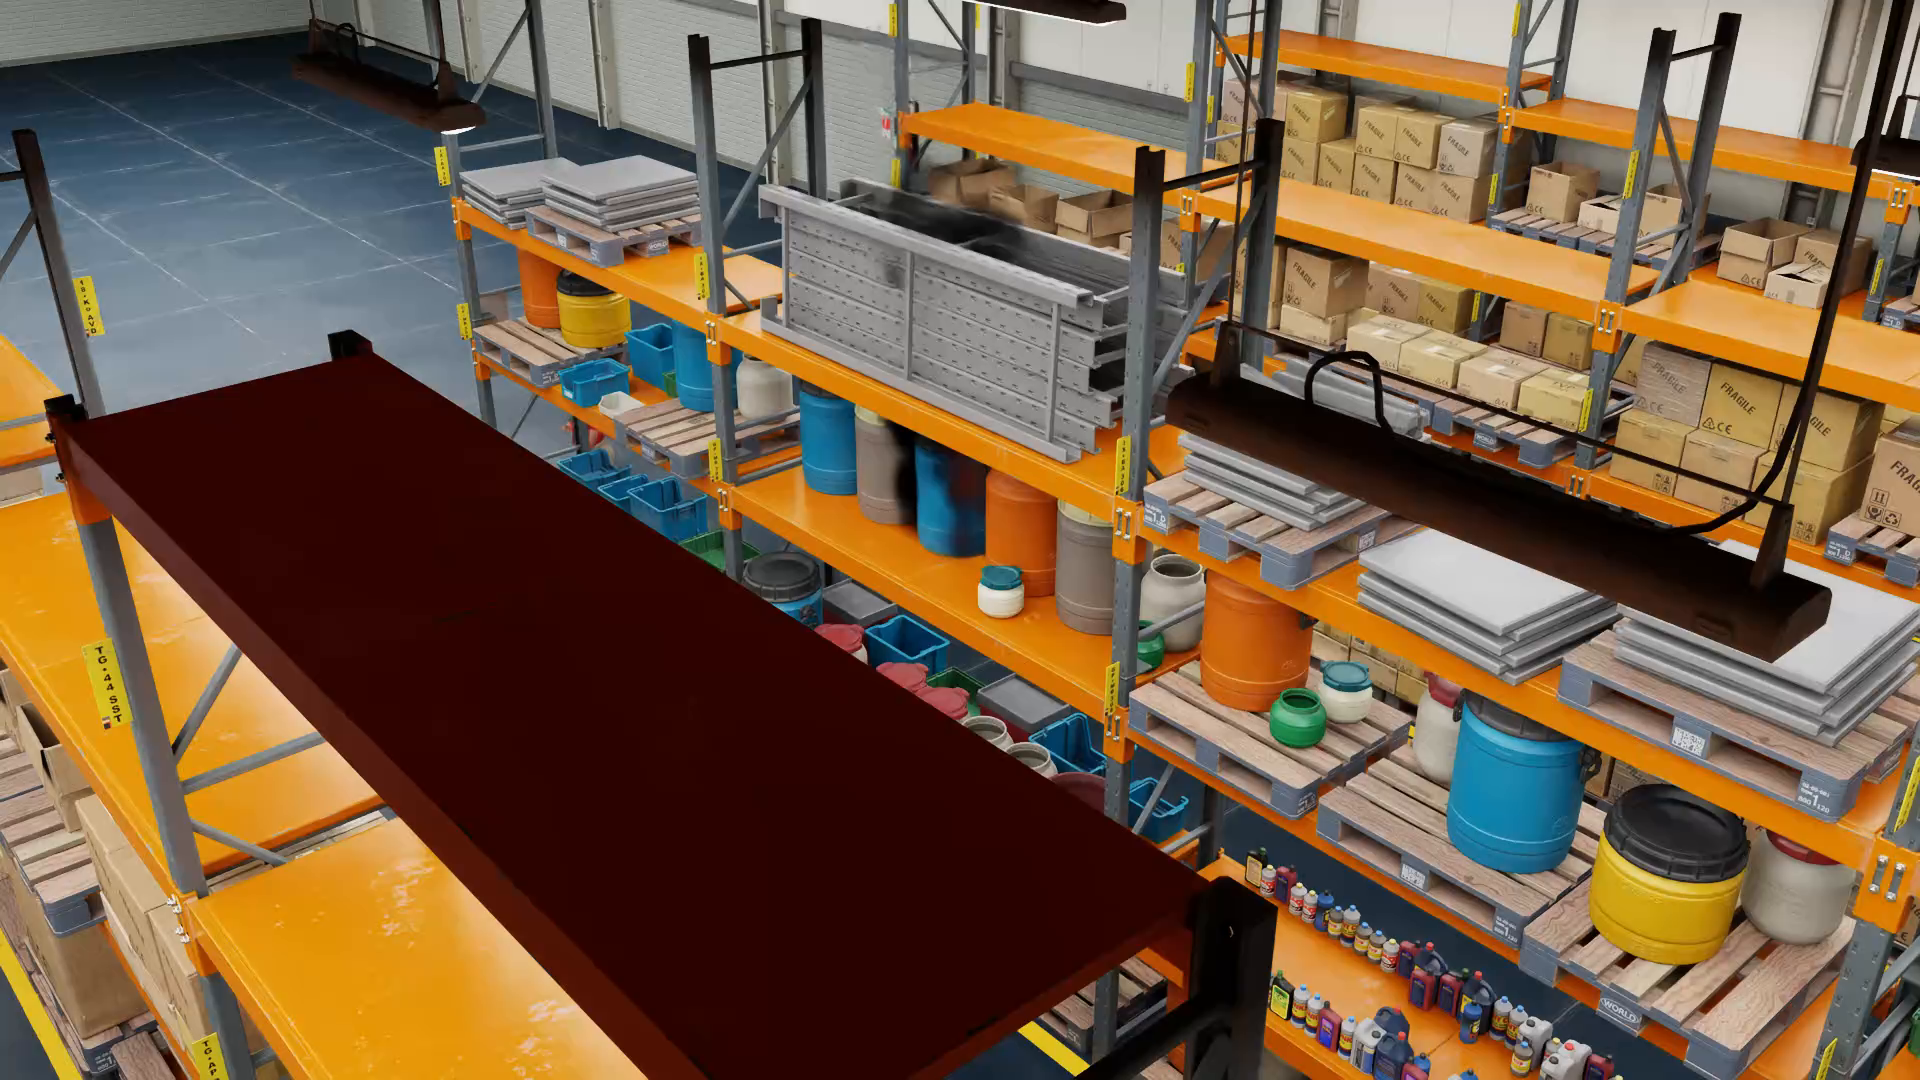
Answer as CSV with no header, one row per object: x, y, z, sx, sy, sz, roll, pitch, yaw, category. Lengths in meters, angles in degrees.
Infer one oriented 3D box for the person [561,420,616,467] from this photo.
-3.803,-0.807,17.311,0.783,1.821,0.683,9,28,18,person
